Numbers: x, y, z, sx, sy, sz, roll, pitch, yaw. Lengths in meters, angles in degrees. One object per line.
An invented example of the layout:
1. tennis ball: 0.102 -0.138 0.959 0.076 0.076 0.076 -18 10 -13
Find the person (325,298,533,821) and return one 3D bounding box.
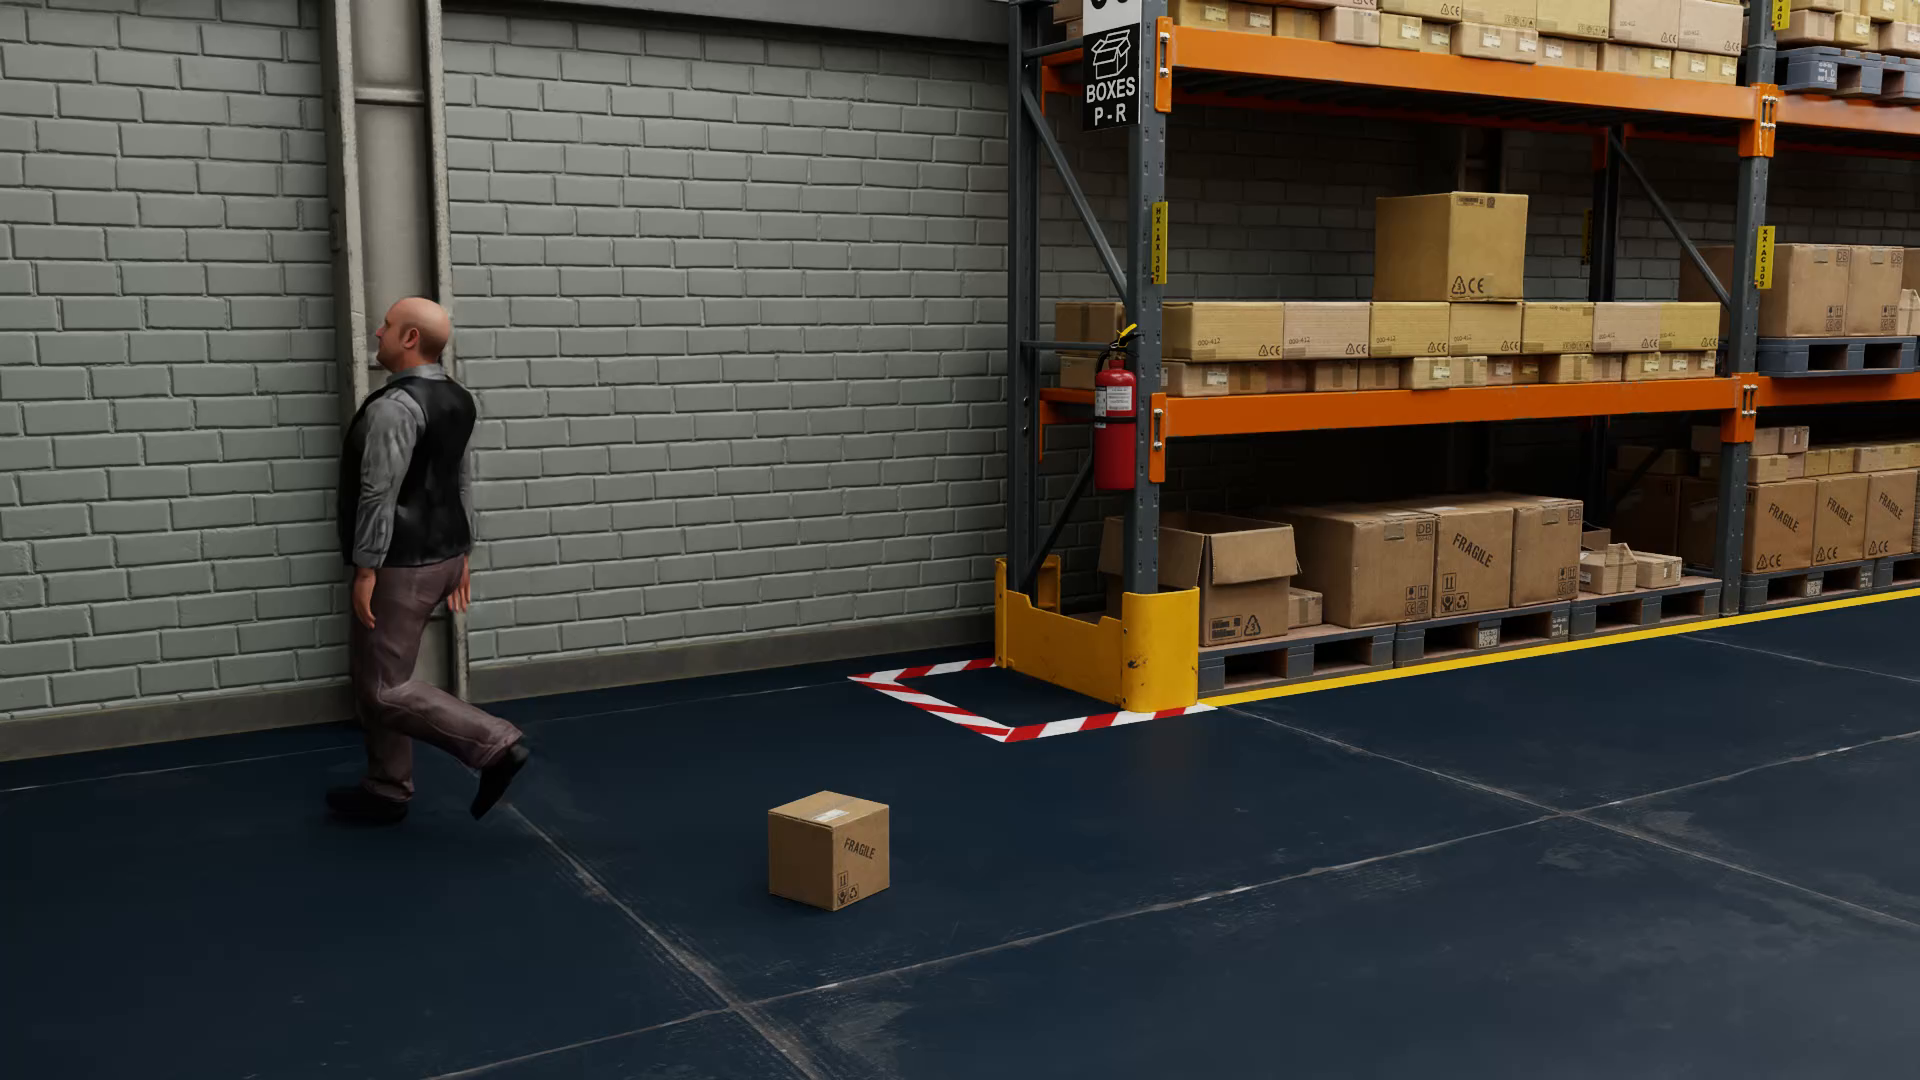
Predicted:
1. person: -1.722 0.085 5.275 0.808 1.690 0.549 1 8 8
